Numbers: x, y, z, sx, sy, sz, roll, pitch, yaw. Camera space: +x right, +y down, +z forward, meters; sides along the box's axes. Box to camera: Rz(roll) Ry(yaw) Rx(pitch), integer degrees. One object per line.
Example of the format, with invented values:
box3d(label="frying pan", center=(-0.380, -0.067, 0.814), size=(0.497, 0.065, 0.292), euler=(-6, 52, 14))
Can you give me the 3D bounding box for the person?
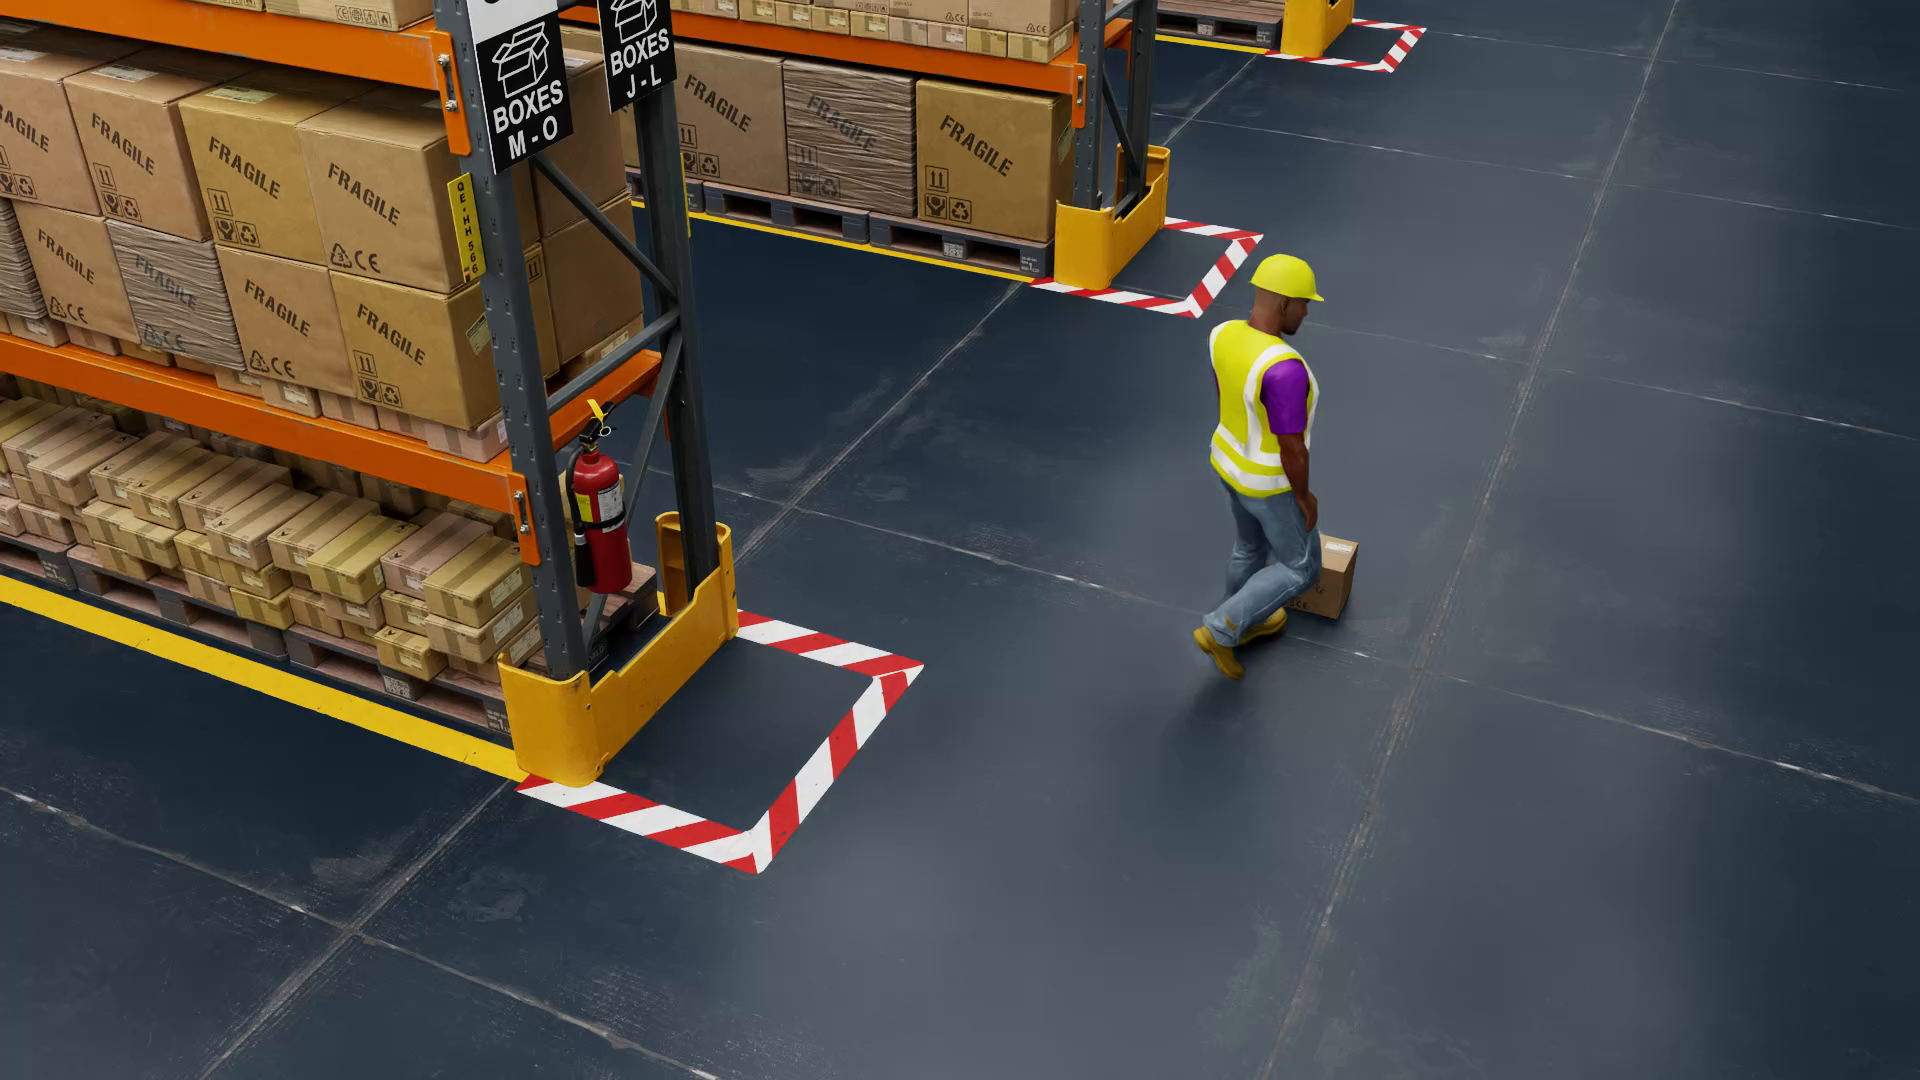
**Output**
box3d(label="person", center=(1.166, -0.262, 6.488), size=(0.581, 1.761, 0.597), euler=(-11, 35, -17))
